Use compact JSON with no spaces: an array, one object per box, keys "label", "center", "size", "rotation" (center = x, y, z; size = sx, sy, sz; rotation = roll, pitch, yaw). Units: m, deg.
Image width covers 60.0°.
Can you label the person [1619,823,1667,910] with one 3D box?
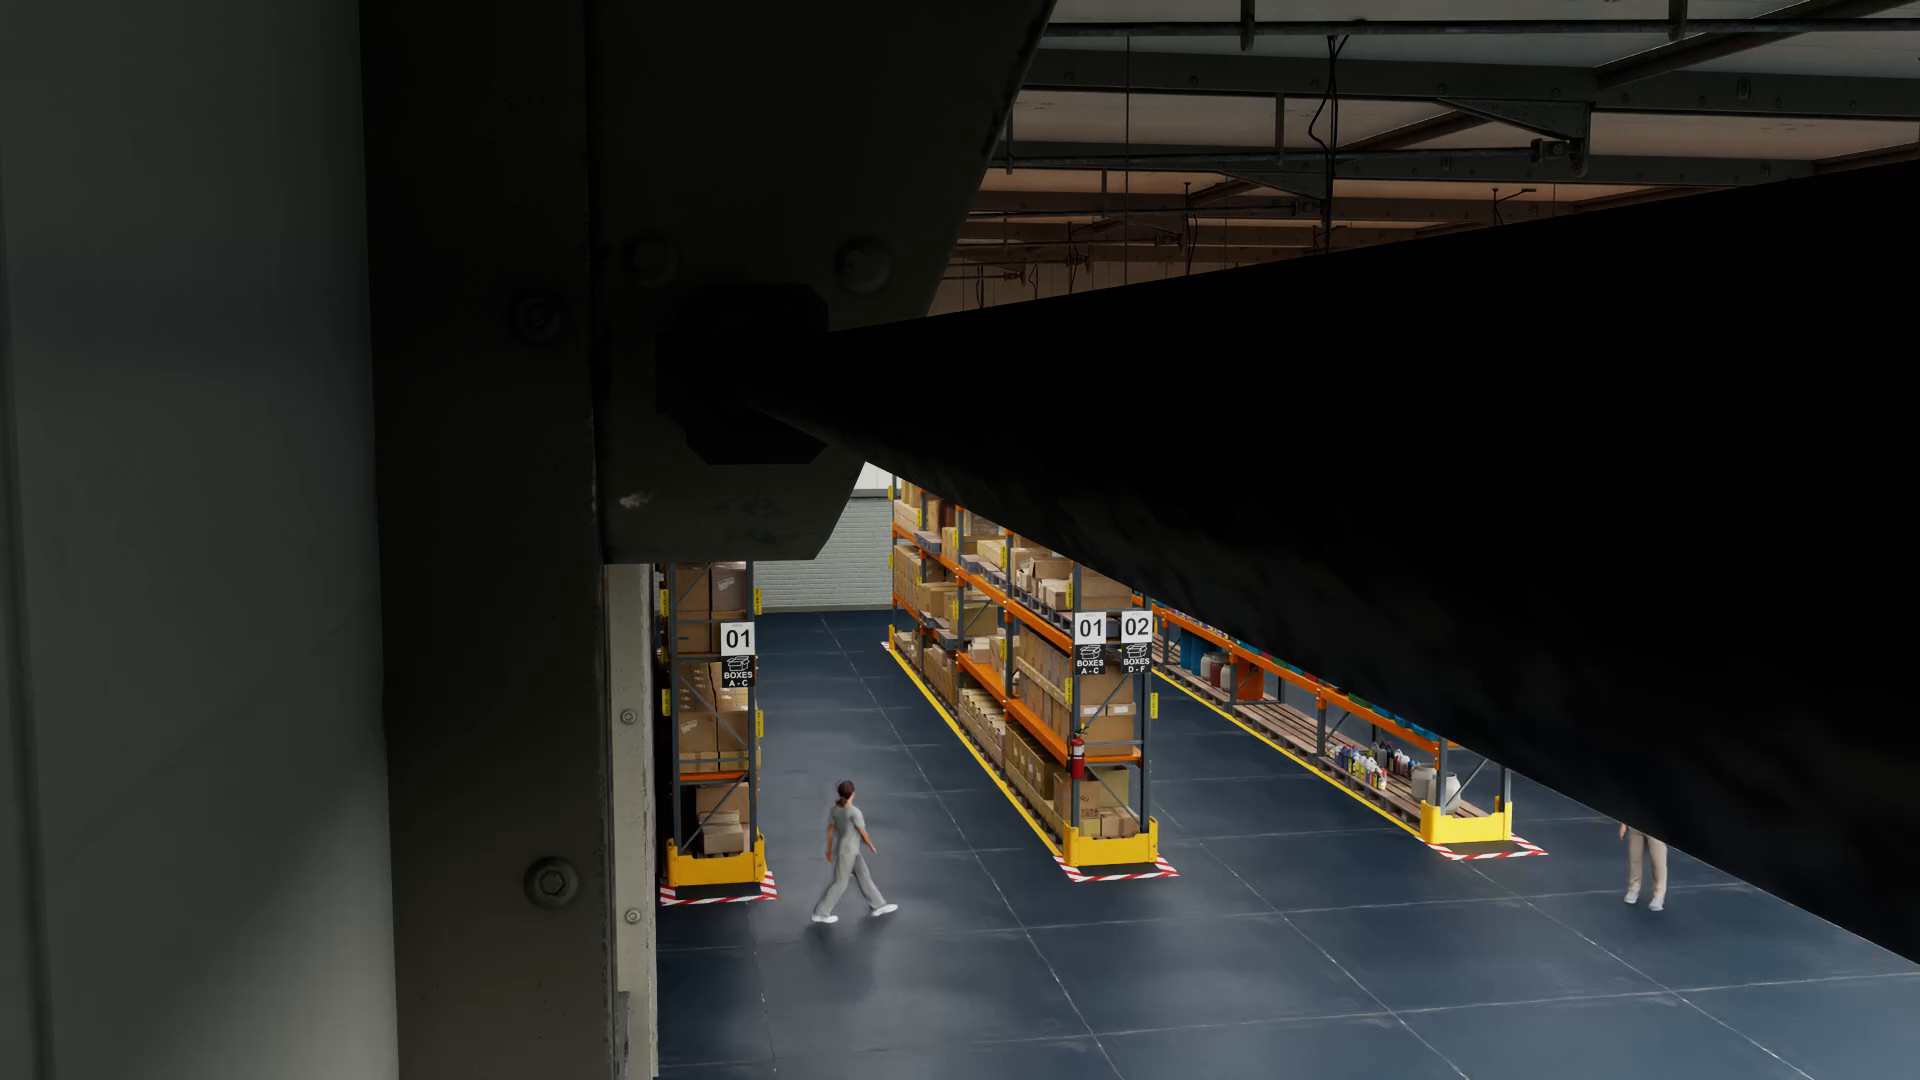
[{"label":"person","center":[7.981,3.387,19.369],"size":[0.563,1.748,0.395],"rotation":[5,8,37]}]

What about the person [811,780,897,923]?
[{"label":"person","center":[-1.184,3.486,18.684],"size":[1.013,1.611,0.410],"rotation":[-1,6,-11]}]
